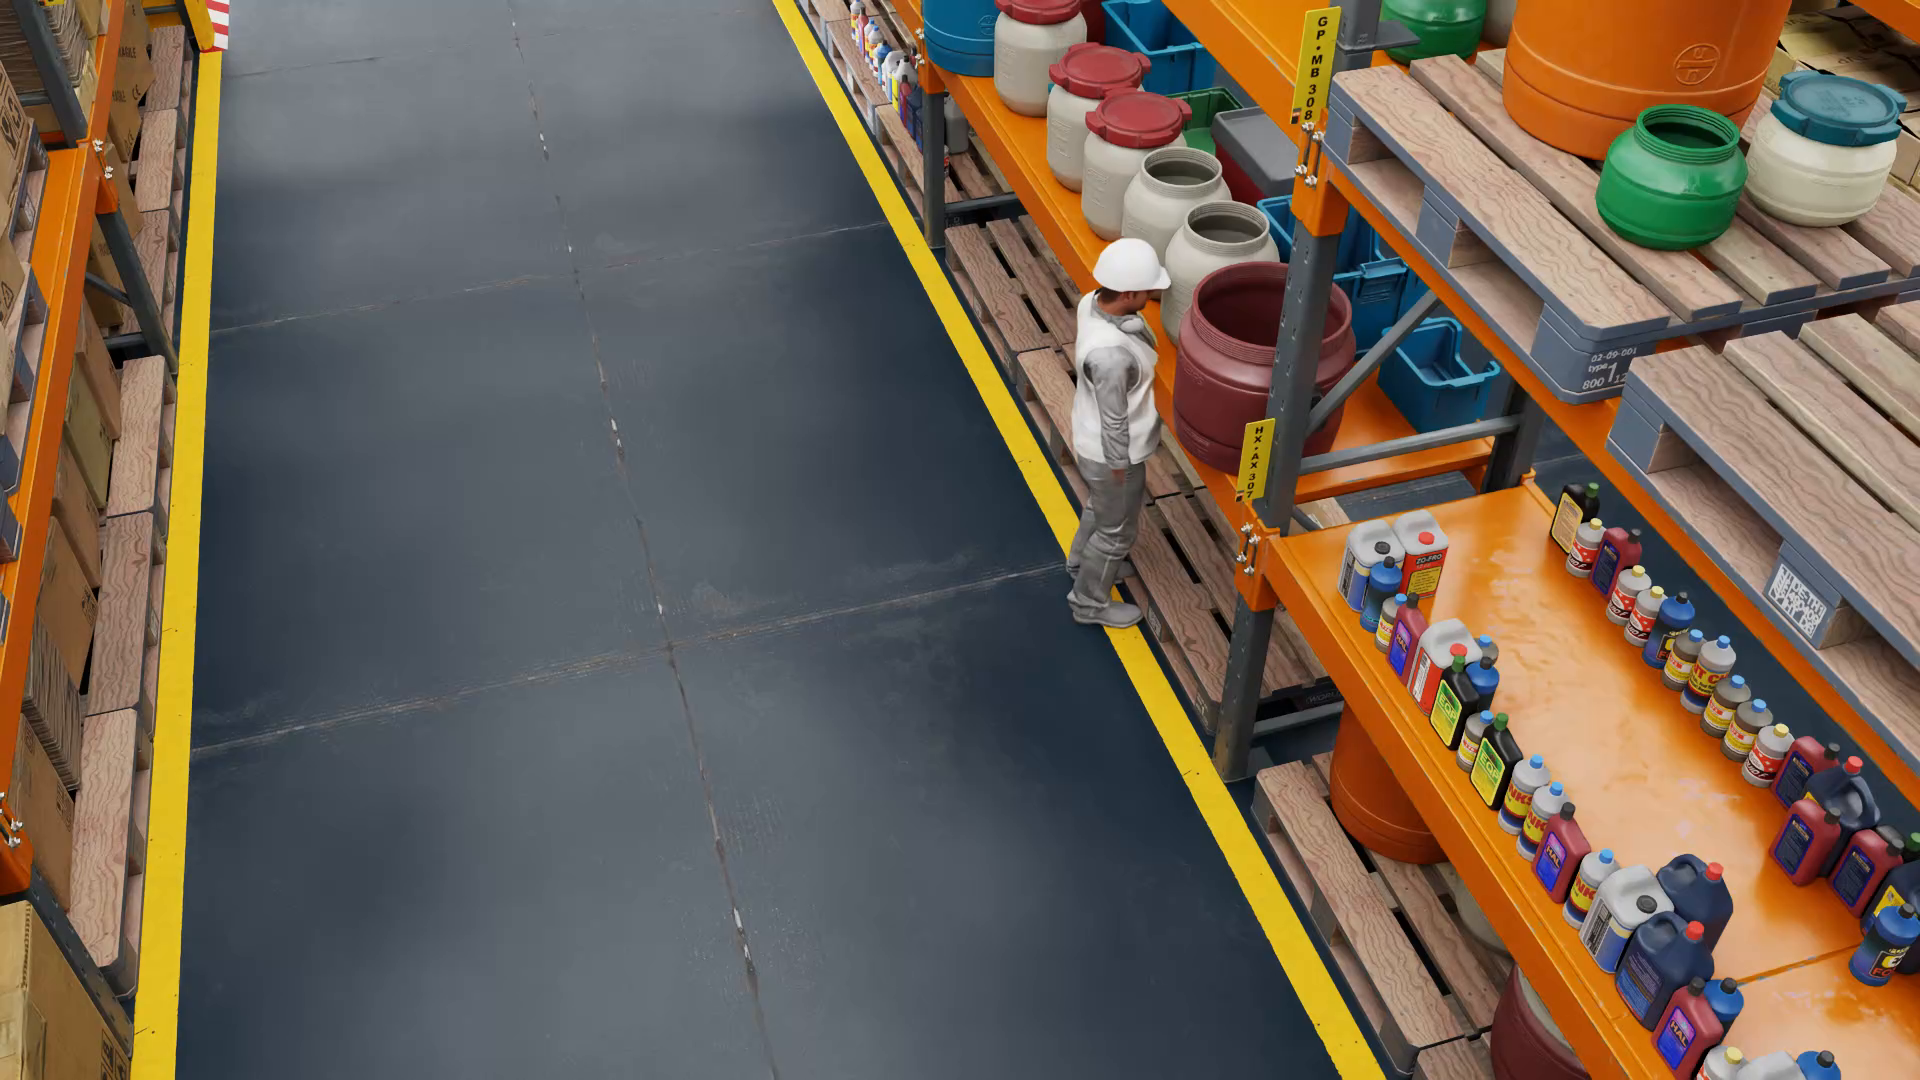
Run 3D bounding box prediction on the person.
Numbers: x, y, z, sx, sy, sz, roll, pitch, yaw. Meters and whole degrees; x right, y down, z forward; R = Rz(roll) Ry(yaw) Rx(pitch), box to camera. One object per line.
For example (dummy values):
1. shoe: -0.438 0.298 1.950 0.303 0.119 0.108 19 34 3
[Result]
1. person: 0.616 -0.424 6.620 0.358 1.765 0.533 1 42 1
